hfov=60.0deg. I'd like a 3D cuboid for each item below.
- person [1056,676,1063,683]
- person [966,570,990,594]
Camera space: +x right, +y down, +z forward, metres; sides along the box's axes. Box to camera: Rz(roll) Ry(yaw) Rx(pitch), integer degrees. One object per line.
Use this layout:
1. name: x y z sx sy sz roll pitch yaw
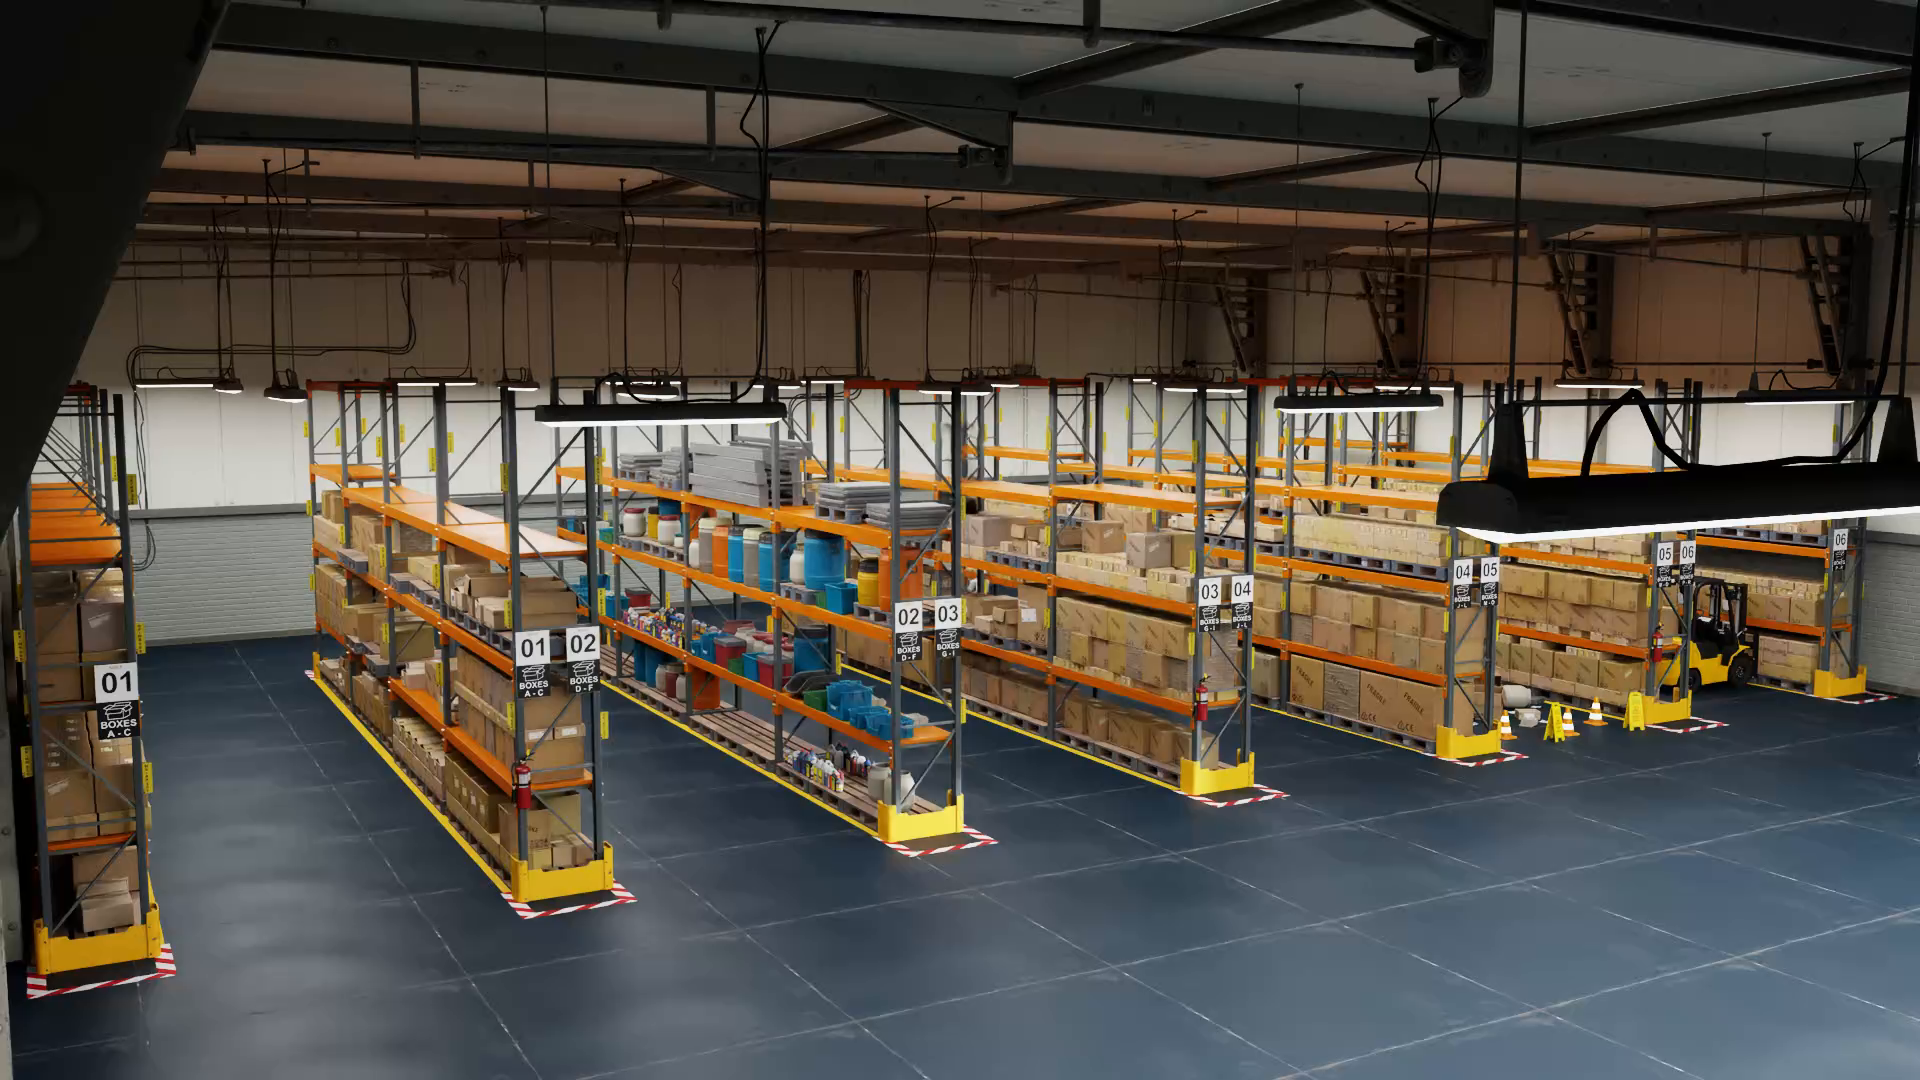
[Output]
1. person: 1.965 2.133 31.996 0.505 1.592 0.662 -5 8 -40
2. person: 0.399 1.495 37.439 0.680 1.770 1.070 -4 7 -31
